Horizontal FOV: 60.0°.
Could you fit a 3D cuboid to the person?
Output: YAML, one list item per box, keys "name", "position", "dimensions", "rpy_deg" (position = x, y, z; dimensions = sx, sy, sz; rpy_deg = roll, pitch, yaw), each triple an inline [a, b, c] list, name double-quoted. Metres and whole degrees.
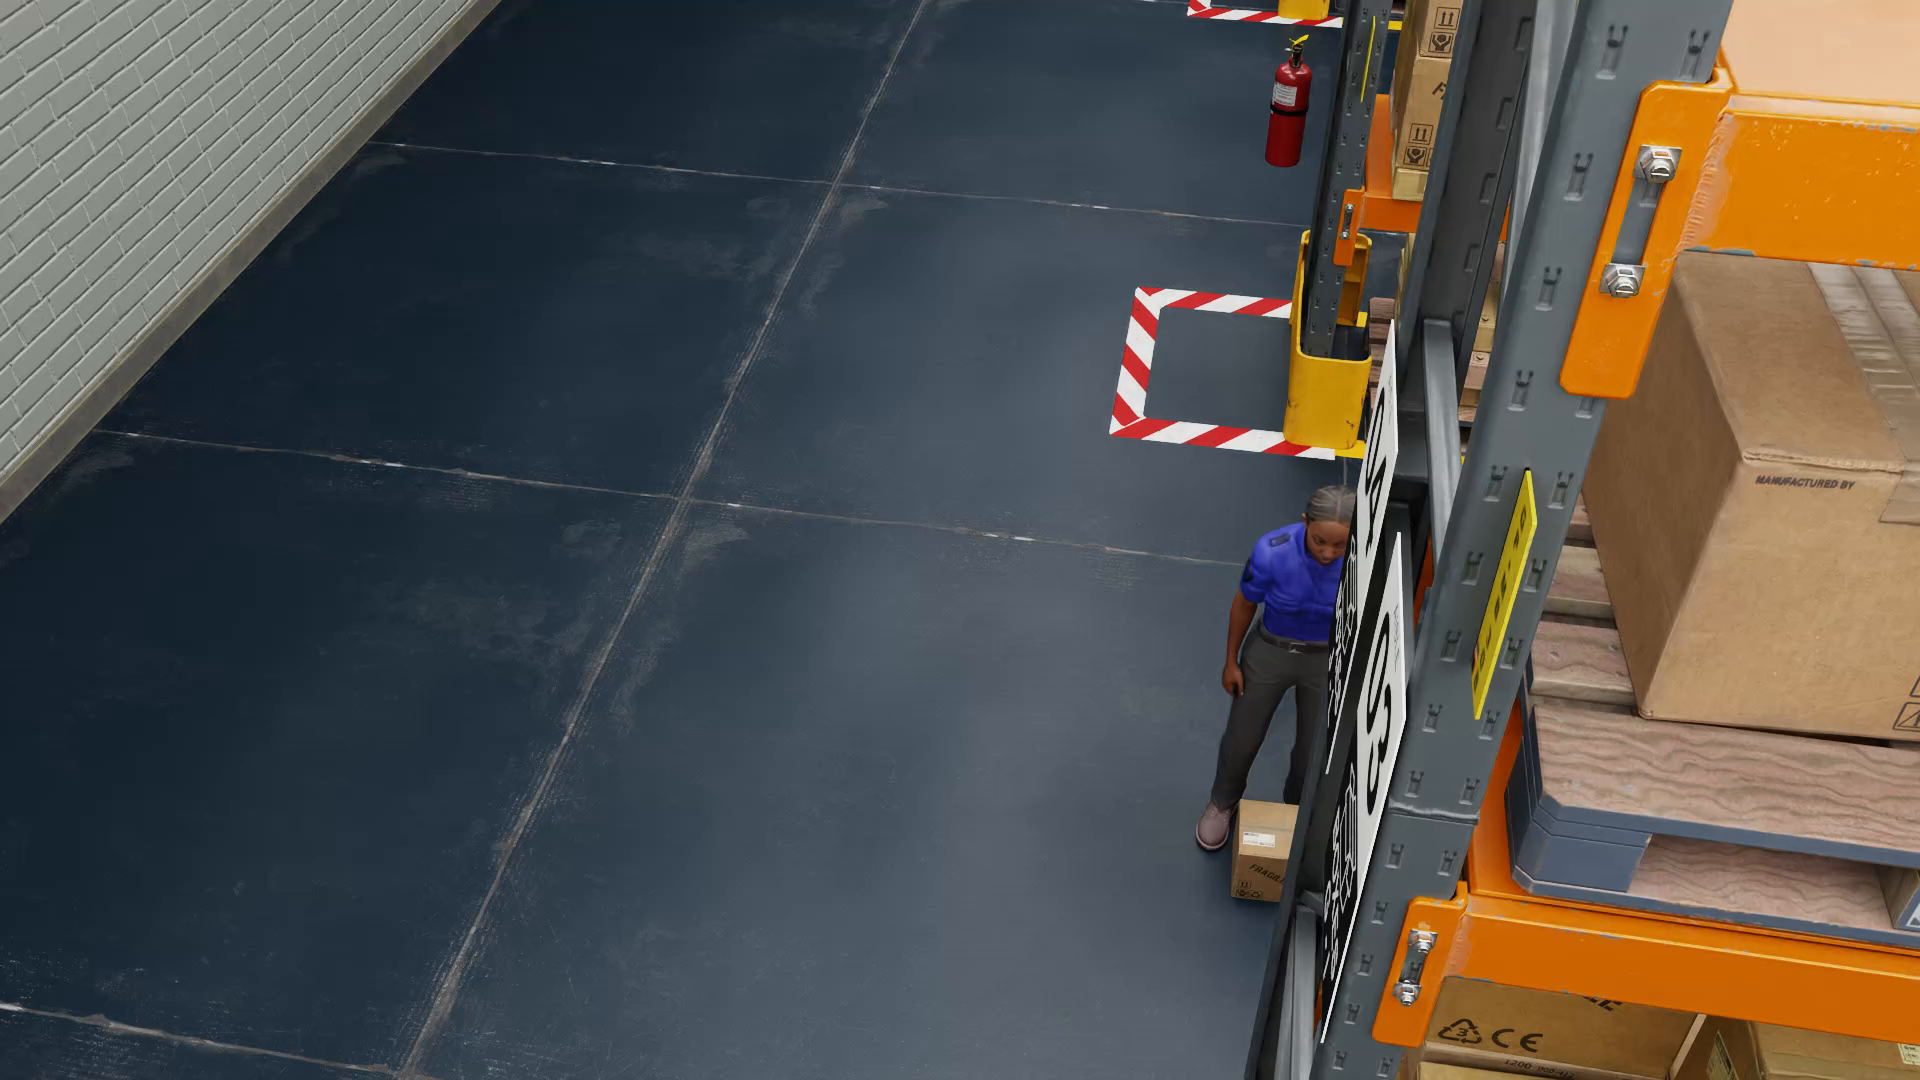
- name: "person"
  position: [1.138, 0.433, 5.659]
  dimensions: [0.507, 1.655, 0.347]
  rpy_deg: [7, 41, 8]
